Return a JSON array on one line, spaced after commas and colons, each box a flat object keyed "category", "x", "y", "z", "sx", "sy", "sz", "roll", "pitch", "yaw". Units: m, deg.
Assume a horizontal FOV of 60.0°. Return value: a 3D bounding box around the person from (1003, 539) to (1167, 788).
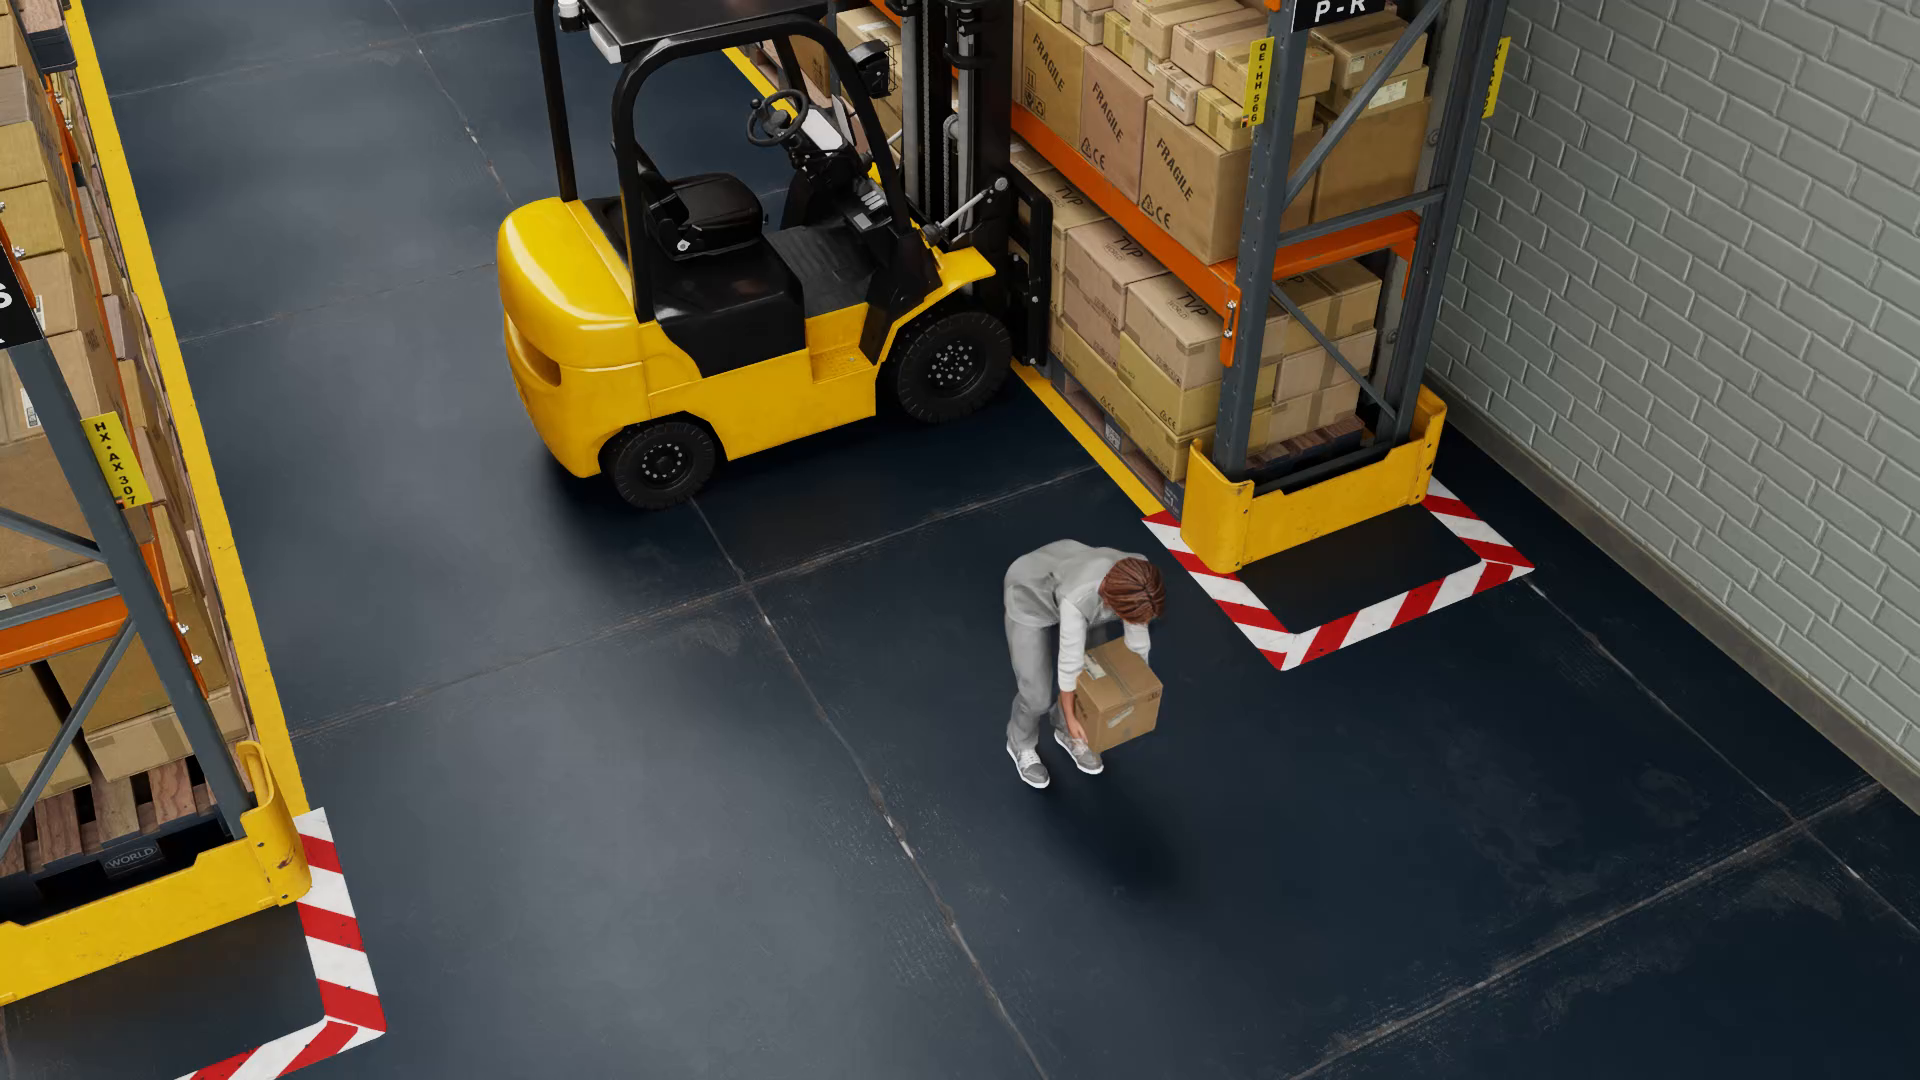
[{"category": "person", "x": 0.430, "y": 0.434, "z": 5.885, "sx": 0.382, "sy": 1.332, "sz": 0.757, "roll": -20, "pitch": 46, "yaw": -21}]
